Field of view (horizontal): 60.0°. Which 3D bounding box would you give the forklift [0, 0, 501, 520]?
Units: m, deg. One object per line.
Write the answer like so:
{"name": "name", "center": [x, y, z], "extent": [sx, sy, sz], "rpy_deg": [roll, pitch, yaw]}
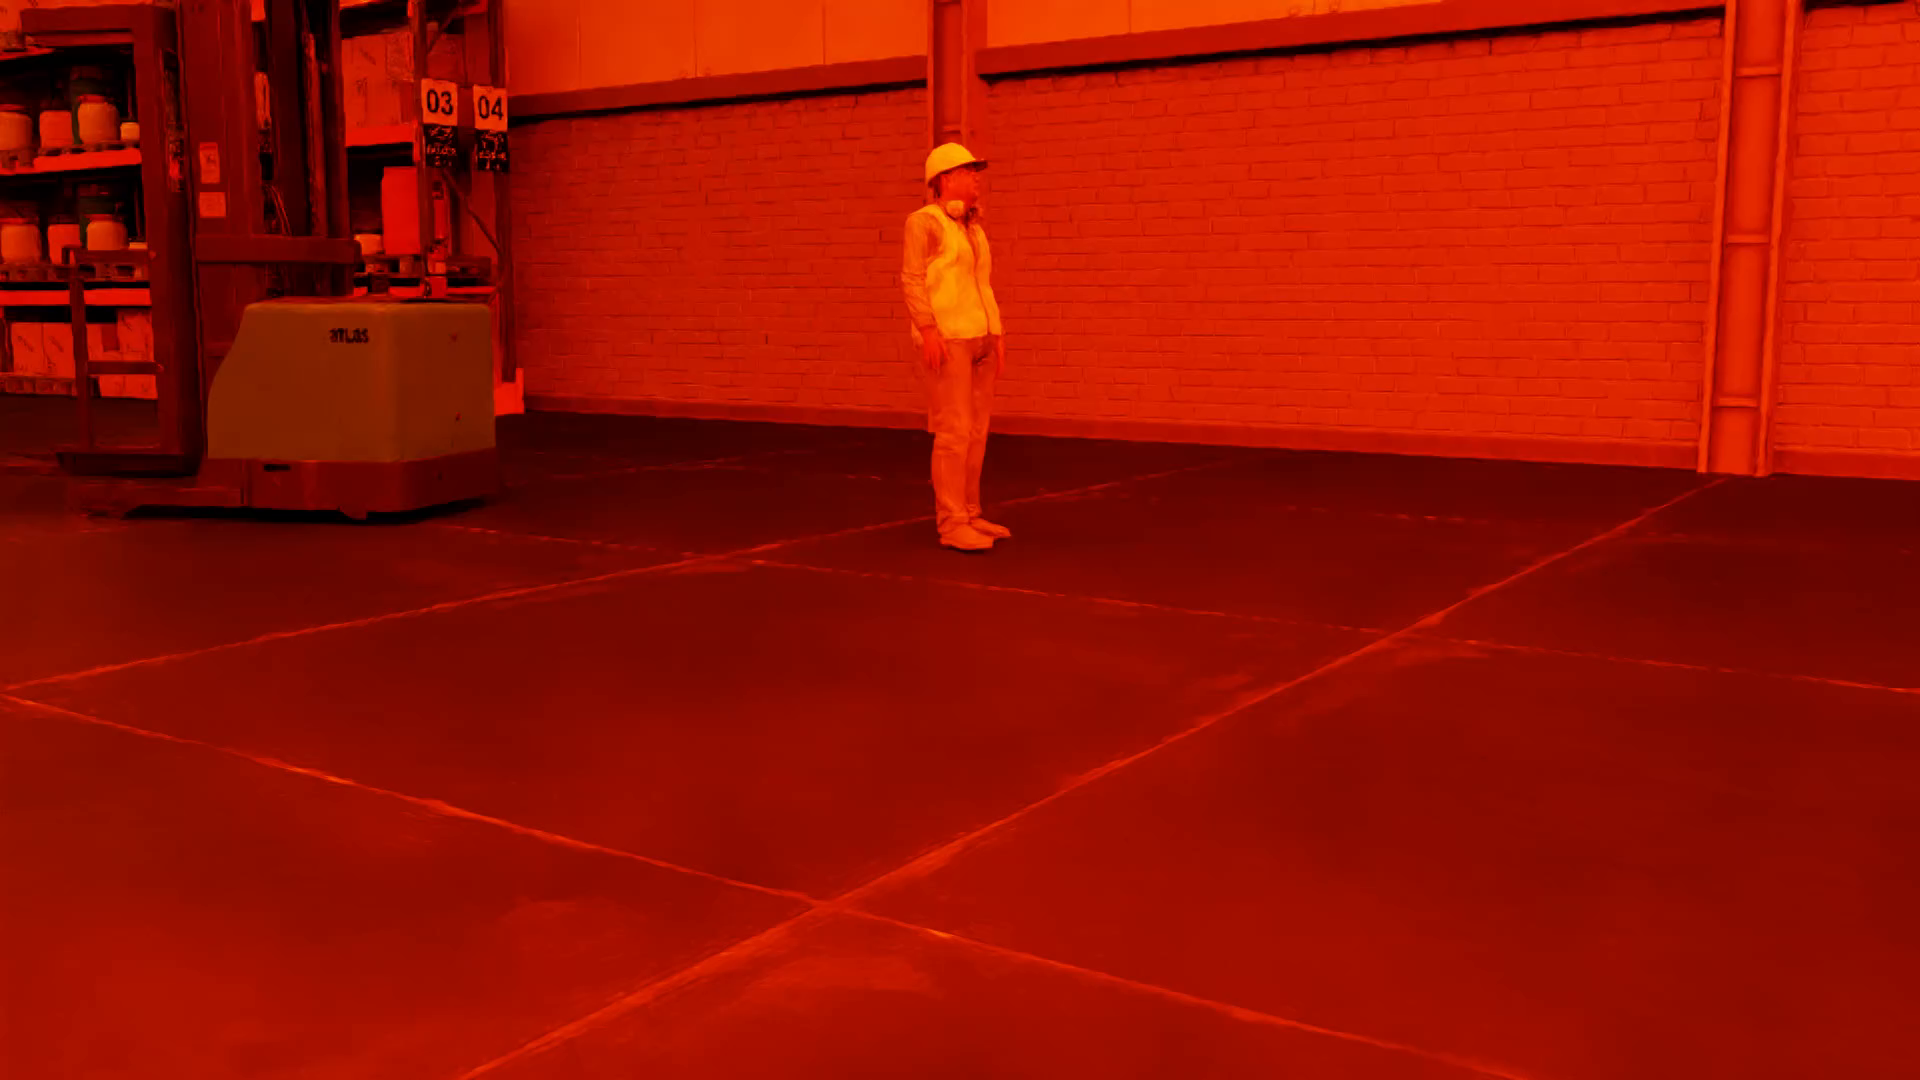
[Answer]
{"name": "forklift", "center": [-4.051, -1.636, 8.699], "extent": [3.031, 2.935, 1.130], "rpy_deg": [2, 8, 14]}

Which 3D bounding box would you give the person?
{"name": "person", "center": [0.047, -0.880, 7.437], "extent": [0.567, 1.773, 0.632], "rpy_deg": [5, 10, 34]}
